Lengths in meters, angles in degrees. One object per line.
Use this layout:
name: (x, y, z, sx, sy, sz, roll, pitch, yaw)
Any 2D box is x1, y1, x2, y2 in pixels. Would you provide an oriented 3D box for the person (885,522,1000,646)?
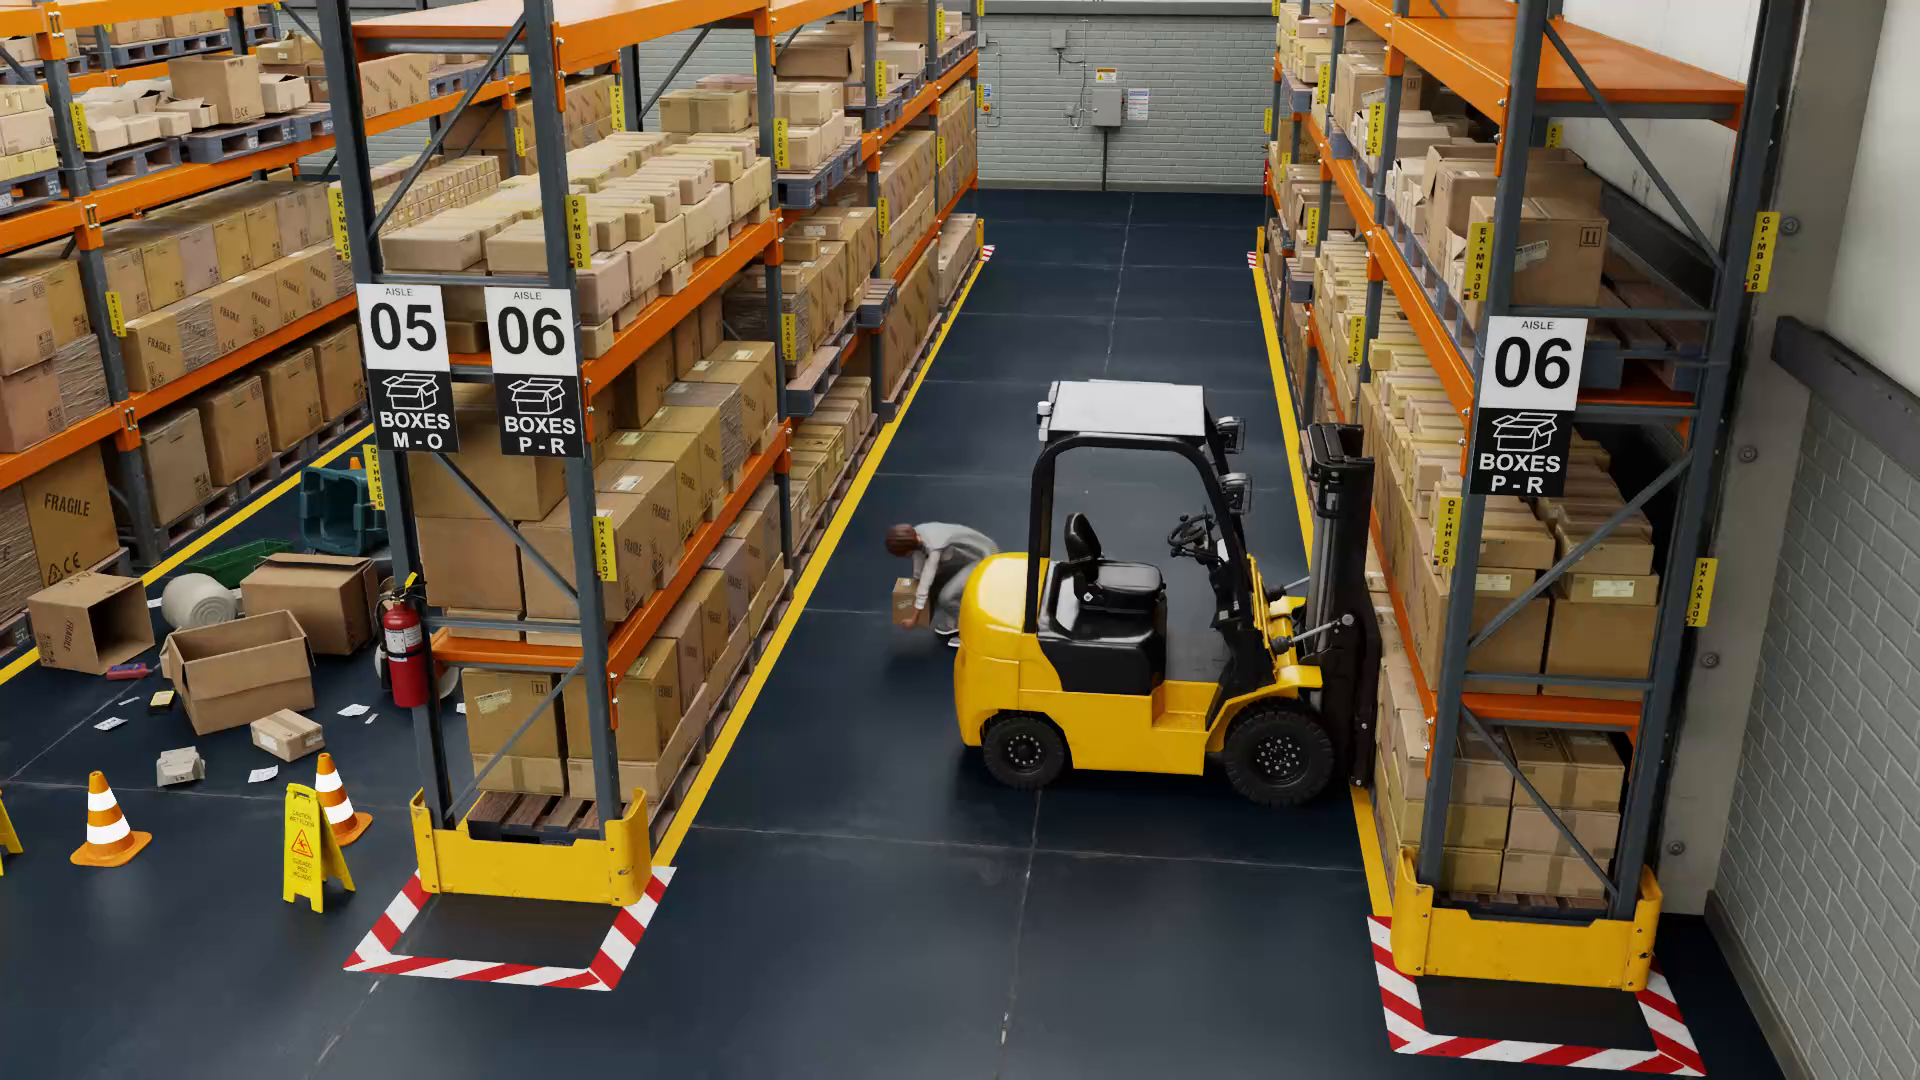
person: (-0.122, 0.272, 11.337, 0.837, 0.919, 0.432, -9, 23, -23)
